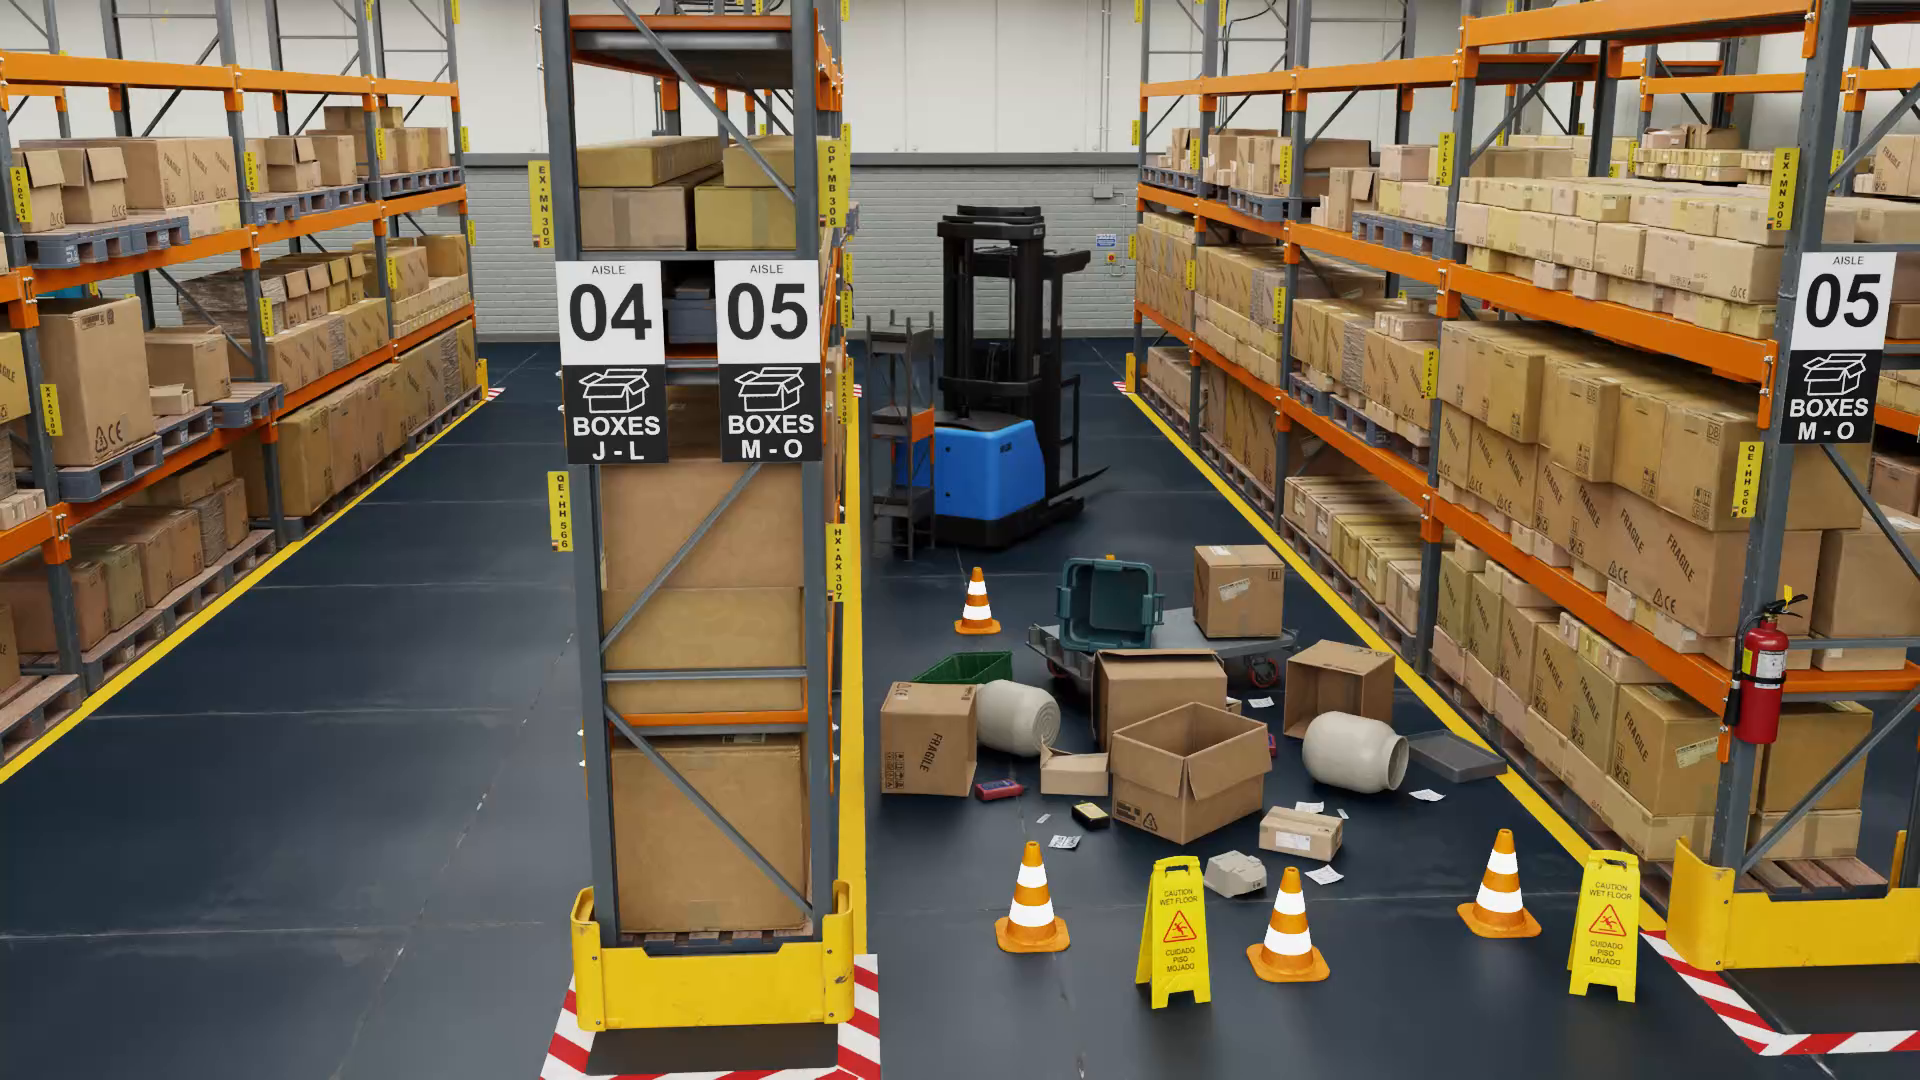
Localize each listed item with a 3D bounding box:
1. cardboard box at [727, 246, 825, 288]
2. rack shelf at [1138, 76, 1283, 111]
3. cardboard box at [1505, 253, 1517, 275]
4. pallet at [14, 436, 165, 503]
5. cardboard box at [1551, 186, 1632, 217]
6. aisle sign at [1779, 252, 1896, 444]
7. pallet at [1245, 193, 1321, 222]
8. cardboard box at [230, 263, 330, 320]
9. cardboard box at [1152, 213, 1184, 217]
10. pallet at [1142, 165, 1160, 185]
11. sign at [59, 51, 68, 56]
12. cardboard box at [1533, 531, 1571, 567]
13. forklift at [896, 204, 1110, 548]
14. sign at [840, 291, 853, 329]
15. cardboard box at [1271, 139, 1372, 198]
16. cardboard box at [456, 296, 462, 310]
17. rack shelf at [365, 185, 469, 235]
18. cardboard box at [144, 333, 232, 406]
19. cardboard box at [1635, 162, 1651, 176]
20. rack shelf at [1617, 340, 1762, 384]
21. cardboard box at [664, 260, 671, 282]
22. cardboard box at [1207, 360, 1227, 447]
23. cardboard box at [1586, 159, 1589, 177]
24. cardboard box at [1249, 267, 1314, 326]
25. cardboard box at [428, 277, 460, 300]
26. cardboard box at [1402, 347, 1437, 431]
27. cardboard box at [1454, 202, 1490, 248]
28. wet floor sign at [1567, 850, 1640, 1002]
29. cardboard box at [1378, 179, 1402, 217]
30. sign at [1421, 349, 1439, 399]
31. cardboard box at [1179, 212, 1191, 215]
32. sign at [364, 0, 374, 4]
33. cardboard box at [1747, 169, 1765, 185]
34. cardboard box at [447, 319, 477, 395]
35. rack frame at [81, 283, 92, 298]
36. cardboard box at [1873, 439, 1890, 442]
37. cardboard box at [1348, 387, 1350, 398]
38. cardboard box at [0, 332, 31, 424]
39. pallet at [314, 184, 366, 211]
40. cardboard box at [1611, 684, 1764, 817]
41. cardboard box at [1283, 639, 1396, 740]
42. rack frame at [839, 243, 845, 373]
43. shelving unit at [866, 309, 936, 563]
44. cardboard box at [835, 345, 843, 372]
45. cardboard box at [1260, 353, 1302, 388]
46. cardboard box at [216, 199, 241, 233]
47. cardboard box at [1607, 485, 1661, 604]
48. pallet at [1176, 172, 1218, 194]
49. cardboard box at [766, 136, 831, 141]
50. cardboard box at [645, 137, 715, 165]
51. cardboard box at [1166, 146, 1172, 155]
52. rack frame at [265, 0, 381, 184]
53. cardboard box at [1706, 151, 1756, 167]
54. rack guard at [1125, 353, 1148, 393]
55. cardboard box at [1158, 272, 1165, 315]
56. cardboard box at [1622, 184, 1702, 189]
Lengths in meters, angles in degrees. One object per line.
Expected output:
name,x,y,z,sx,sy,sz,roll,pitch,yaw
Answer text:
cardboard box,-0.747,-1.116,6.785,0.380,0.149,0.250,-1,14,-3
rack shelf,3.021,-5.389,20.160,1.077,0.370,4.000,-1,14,-3
cardboard box,3.501,-1.663,9.954,0.380,0.149,0.250,-1,14,-3
pallet,-6.152,-0.486,11.279,1.003,0.211,1.213,-1,14,-3
cardboard box,3.470,-1.850,9.081,0.380,0.149,0.250,-1,14,-4
aisle sign,3.603,-0.783,6.835,0.394,0.787,0.004,-1,14,-3
pallet,3.300,-3.055,15.238,1.213,0.211,1.003,0,14,-1
cardboard box,-6.613,-2.426,16.222,0.797,0.503,0.637,0,14,-2
cardboard box,2.730,-4.214,21.875,0.380,0.149,0.250,-1,14,-2
pallet,2.954,-4.749,21.622,1.003,0.211,1.213,-1,14,-3
sign,-11.389,-6.056,21.151,0.100,0.325,0.005,-1,14,-3
cardboard box,3.454,0.046,9.331,0.380,0.149,0.250,-1,14,-4
forklift,0.541,-1.672,15.641,1.130,2.935,3.031,7,16,27
sign,-0.987,-2.003,14.466,0.100,0.325,0.005,-1,14,-3
cardboard box,3.219,-3.332,14.885,0.797,0.503,0.637,-2,15,-7
cardboard box,-6.610,-3.038,21.319,0.380,0.149,0.250,-1,14,-3
rack shelf,-6.870,-3.977,19.889,1.077,0.370,4.000,-1,14,-3
cardboard box,-6.290,-1.362,13.256,0.700,0.500,0.500,1,14,5
cardboard box,7.721,-4.109,18.417,0.380,0.149,0.250,-1,14,-3
rack shelf,8.223,-1.761,17.293,1.077,0.370,4.000,-1,14,-3
cardboard box,-1.419,-1.166,6.979,0.380,0.149,0.250,-1,14,-3
cardboard box,3.264,-1.550,18.453,0.875,0.875,0.875,0,14,-2
cardboard box,7.777,-4.376,19.697,0.500,0.250,0.500,-1,14,-5
cardboard box,3.060,-2.319,15.811,0.500,0.500,0.500,-1,14,-2
cardboard box,-6.668,-3.199,21.146,0.500,0.250,0.500,-1,14,-4
cardboard box,3.383,-1.046,11.433,0.500,0.500,0.500,-1,14,-4
cardboard box,3.395,-1.950,10.268,0.500,0.250,0.500,-1,14,-5
wet floor sign,2.833,1.660,7.281,0.267,0.644,0.232,4,15,16
cardboard box,3.403,-2.518,12.233,0.500,0.250,0.500,-1,14,-3
sign,3.087,-1.090,10.921,0.100,0.325,0.005,-1,14,-3
cardboard box,3.120,-4.284,22.149,0.380,0.149,0.250,-1,14,-3
sign,-6.205,-5.783,17.411,0.100,0.325,0.005,-1,14,-3
cardboard box,8.031,-3.590,16.439,0.380,0.149,0.250,0,14,-2
cardboard box,-6.874,-2.387,21.705,0.875,0.875,0.875,-1,14,-3
rack frame,-11.937,-3.294,21.810,1.000,3.000,0.127,-1,14,-3
cardboard box,8.601,-0.713,15.953,0.500,0.500,0.500,0,14,-1
cardboard box,3.328,-1.195,13.314,0.380,0.149,0.250,0,14,-1
cardboard box,-5.948,-0.955,9.915,0.500,0.500,0.500,-1,14,-3
pallet,-6.640,-3.509,17.007,0.805,0.209,1.217,-1,15,-6
cardboard box,3.579,1.025,8.191,0.500,0.500,0.500,-1,14,-3
cardboard box,2.349,0.958,10.296,0.500,0.500,0.500,10,18,35
rack frame,-1.789,-2.427,18.440,1.000,3.000,0.127,-1,14,-3
shelving unit,-0.503,-0.899,14.305,0.431,2.100,0.503,6,16,21
cardboard box,-1.245,-1.373,14.142,0.500,0.500,0.500,-1,14,-3
cardboard box,3.103,-1.583,15.461,0.500,0.250,0.500,-1,14,-5
cardboard box,-6.224,-2.647,13.574,0.500,0.250,0.500,-1,14,-3
cardboard box,3.554,0.008,8.179,0.500,0.500,0.500,-1,14,-3
pallet,3.105,-4.142,19.264,1.003,0.211,1.213,-1,14,-3
cardboard box,-0.937,-2.258,9.622,0.380,0.149,0.250,-1,14,-4
cardboard box,-1.578,-2.184,9.337,0.380,0.149,0.250,-1,14,-4
cardboard box,3.015,-5.045,21.852,0.500,0.250,0.500,-2,15,-9
rack frame,-6.746,-5.281,17.493,1.000,3.000,0.127,-1,14,-3
cardboard box,7.834,-3.870,16.892,0.380,0.149,0.250,-1,14,-3
rack guard,2.896,-2.319,23.036,1.175,0.500,0.348,-1,14,-3
cardboard box,2.761,-3.072,20.745,0.500,0.500,0.500,0,14,-2
cardboard box,3.958,-1.922,9.361,0.380,0.149,0.250,-1,14,-5
